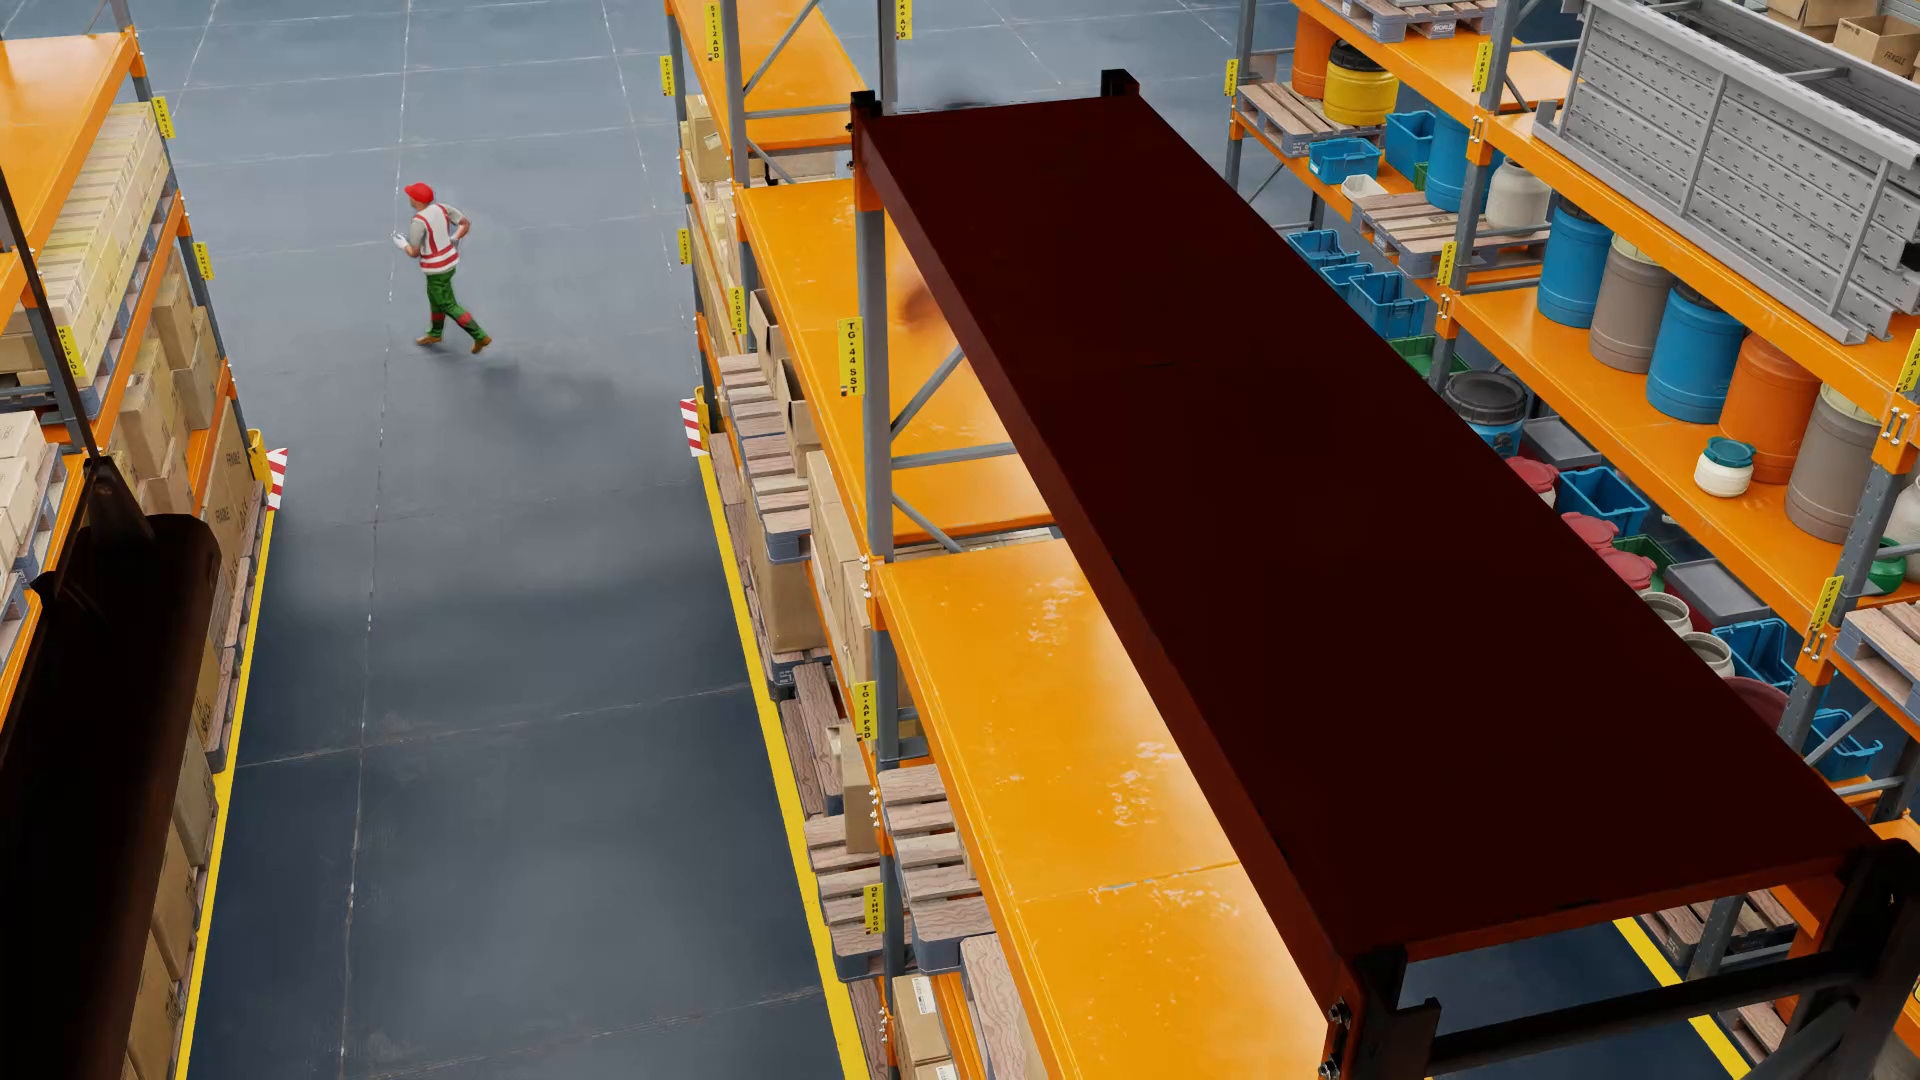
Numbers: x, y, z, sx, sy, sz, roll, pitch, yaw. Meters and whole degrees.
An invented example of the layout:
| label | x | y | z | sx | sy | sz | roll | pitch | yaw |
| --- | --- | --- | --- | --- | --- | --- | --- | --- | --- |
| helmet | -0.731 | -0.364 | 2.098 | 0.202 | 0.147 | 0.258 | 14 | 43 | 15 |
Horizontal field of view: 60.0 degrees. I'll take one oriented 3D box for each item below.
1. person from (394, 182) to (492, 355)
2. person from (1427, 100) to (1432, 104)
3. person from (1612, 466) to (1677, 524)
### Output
| label | x | y | z | sx | sy | sz | roll | pitch | yaw |
| --- | --- | --- | --- | --- | --- | --- | --- | --- | --- |
| person | -5.098 | -2.672 | 16.394 | 1.009 | 1.792 | 0.675 | 11 | 36 | 16 |
| person | 5.899 | -5.121 | 20.040 | 0.566 | 1.738 | 0.658 | 8 | 35 | 11 |
| person | 5.887 | -0.895 | 13.888 | 0.571 | 1.698 | 0.882 | -19 | 39 | -25 |
